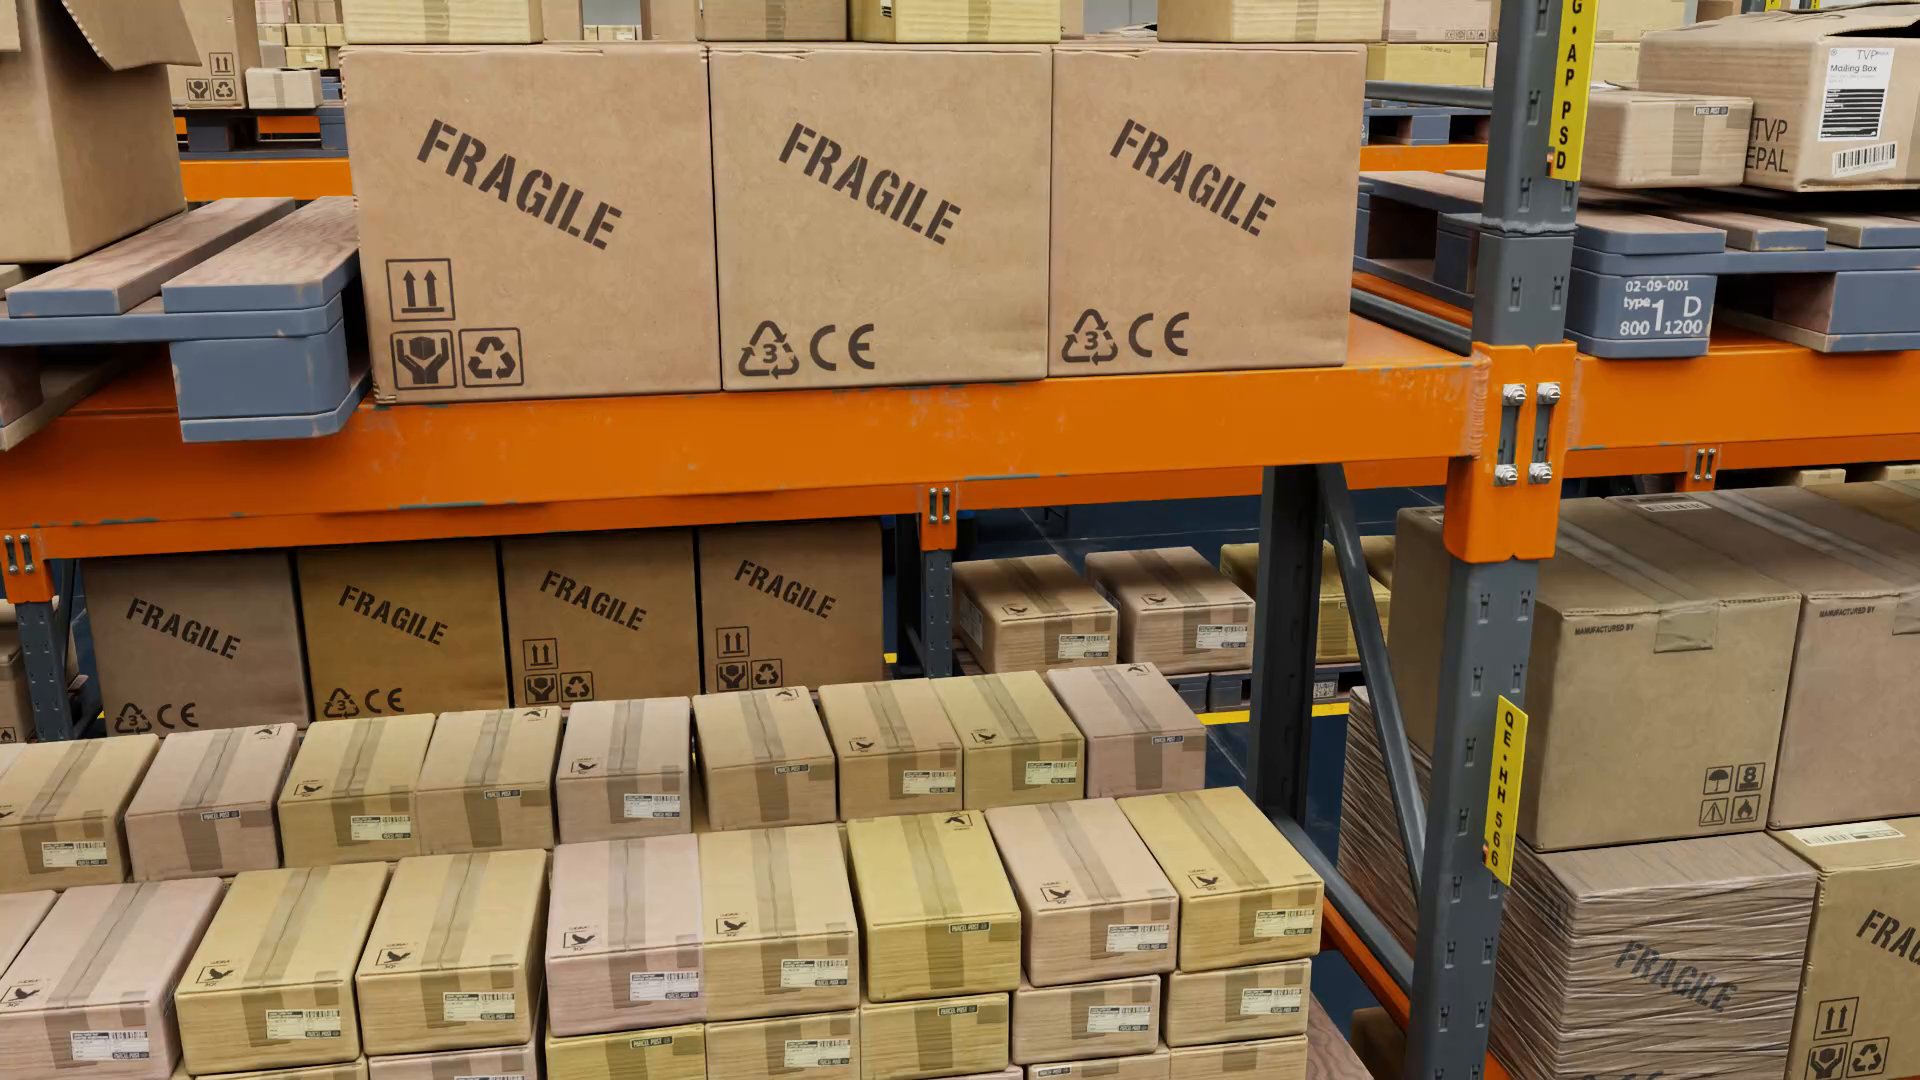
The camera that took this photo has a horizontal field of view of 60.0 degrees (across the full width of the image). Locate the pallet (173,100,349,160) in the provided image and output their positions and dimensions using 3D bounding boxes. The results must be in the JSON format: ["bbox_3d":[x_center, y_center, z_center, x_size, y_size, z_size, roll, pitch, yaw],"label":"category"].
[{"bbox_3d":[-3.230,-1.805,7.298,1.217,0.209,0.805,-4,18,-13],"label":"pallet"}]

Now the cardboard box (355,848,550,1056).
[{"bbox_3d":[-0.819,0.667,2.732,0.250,0.149,0.380,-2,17,-8],"label":"cardboard box"}]

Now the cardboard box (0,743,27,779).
[{"bbox_3d":[-1.950,0.536,3.156,0.250,0.149,0.380,-3,17,-11],"label":"cardboard box"}]

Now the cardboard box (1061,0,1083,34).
[{"bbox_3d":[0.618,-3.808,12.437,0.500,0.500,0.500,-3,17,-9],"label":"cardboard box"}]

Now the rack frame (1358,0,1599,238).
[{"bbox_3d":[0.845,-2.067,2.714,0.127,3.000,1.000,-3,17,-10],"label":"rack frame"}]

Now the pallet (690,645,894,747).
[{"bbox_3d":[-0.982,0.735,8.560,1.213,0.211,1.003,-3,17,-10],"label":"pallet"}]

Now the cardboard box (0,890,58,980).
[{"bbox_3d":[-1.587,0.711,2.588,0.250,0.149,0.380,-3,17,-11],"label":"cardboard box"}]

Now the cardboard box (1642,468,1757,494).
[{"bbox_3d":[4.264,-0.198,9.539,0.500,0.500,0.500,-3,17,-11],"label":"cardboard box"}]

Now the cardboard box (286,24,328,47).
[{"bbox_3d":[-4.441,-3.458,11.390,0.250,0.149,0.380,-3,17,-10],"label":"cardboard box"}]

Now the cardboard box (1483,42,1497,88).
[{"bbox_3d":[2.690,-2.305,8.139,0.500,0.250,0.500,-3,17,-10],"label":"cardboard box"}]

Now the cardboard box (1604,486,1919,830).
[{"bbox_3d":[1.784,0.225,3.599,0.500,0.500,0.700,-3,17,-11],"label":"cardboard box"}]

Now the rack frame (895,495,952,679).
[{"bbox_3d":[-0.193,-0.620,8.223,0.127,3.000,1.000,-3,17,-10],"label":"rack frame"}]

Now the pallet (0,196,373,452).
[{"bbox_3d":[-1.438,-0.383,2.660,1.003,0.211,1.213,-3,17,-10],"label":"pallet"}]

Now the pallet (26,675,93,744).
[{"bbox_3d":[-4.882,0.955,7.842,1.213,0.211,1.003,-3,17,-10],"label":"pallet"}]

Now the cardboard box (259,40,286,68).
[{"bbox_3d":[-3.295,-2.099,7.365,0.500,0.311,0.500,-3,17,-10],"label":"cardboard box"}]

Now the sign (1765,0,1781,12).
[{"bbox_3d":[3.843,-2.553,7.854,0.005,0.325,0.100,-3,17,-10],"label":"sign"}]

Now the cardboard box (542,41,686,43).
[{"bbox_3d":[-0.746,-0.666,3.093,0.500,0.500,0.500,-3,17,-10],"label":"cardboard box"}]

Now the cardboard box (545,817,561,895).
[{"bbox_3d":[-0.932,0.619,3.393,0.250,0.149,0.380,-3,17,-11],"label":"cardboard box"}]

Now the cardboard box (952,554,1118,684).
[{"bbox_3d":[0.363,0.406,8.640,0.625,0.372,0.950,-4,18,-14],"label":"cardboard box"}]

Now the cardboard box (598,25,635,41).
[{"bbox_3d":[-2.447,-3.584,11.833,0.250,0.149,0.380,-4,17,-12],"label":"cardboard box"}]

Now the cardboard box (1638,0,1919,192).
[{"bbox_3d":[1.597,-0.816,3.016,0.500,0.311,0.500,-3,17,-10],"label":"cardboard box"}]

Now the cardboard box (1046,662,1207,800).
[{"bbox_3d":[0.350,0.406,3.580,0.250,0.149,0.380,-3,17,-10],"label":"cardboard box"}]

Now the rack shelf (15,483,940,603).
[{"bbox_3d":[-2.157,-0.165,7.966,4.000,0.370,1.077,-3,17,-10],"label":"rack shelf"}]

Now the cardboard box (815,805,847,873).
[{"bbox_3d":[-0.195,0.579,3.525,0.250,0.149,0.380,-4,17,-12],"label":"cardboard box"}]

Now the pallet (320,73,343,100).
[{"bbox_3d":[-4.412,-3.188,11.795,1.003,0.211,1.213,-3,17,-10],"label":"pallet"}]

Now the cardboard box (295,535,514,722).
[{"bbox_3d":[-2.642,0.307,8.106,0.875,0.875,0.875,-3,17,-9],"label":"cardboard box"}]

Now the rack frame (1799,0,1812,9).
[{"bbox_3d":[6.716,-5.364,13.451,0.127,3.000,1.000,-3,17,-10],"label":"rack frame"}]

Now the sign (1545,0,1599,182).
[{"bbox_3d":[0.946,-0.724,2.569,0.005,0.325,0.100,-3,17,-10],"label":"sign"}]

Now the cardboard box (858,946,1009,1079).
[{"bbox_3d":[-0.073,0.768,2.910,0.250,0.149,0.380,-3,17,-9],"label":"cardboard box"}]

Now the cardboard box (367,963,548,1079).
[{"bbox_3d":[-0.820,0.809,2.774,0.250,0.149,0.380,-3,17,-9],"label":"cardboard box"}]

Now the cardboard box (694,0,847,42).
[{"bbox_3d":[-0.354,-1.049,3.036,0.258,0.266,0.396,-3,17,-10],"label":"cardboard box"}]

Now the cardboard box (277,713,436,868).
[{"bbox_3d":[-1.181,0.492,3.300,0.250,0.149,0.380,-3,17,-11],"label":"cardboard box"}]

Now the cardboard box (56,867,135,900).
[{"bbox_3d":[-1.703,0.663,3.250,0.250,0.149,0.380,-4,18,-13],"label":"cardboard box"}]

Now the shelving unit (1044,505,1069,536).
[{"bbox_3d":[0.326,-0.767,11.255,0.755,1.500,0.431,-6,18,-18],"label":"shelving unit"}]

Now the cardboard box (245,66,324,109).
[{"bbox_3d":[-2.812,-1.890,6.931,0.250,0.166,0.380,-4,18,-14],"label":"cardboard box"}]

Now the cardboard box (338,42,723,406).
[{"bbox_3d":[-0.648,-0.517,2.608,0.500,0.500,0.500,-3,17,-10],"label":"cardboard box"}]

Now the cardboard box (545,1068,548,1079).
[{"bbox_3d":[-0.813,0.950,2.822,0.250,0.149,0.380,-3,17,-9],"label":"cardboard box"}]

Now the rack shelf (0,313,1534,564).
[{"bbox_3d":[-1.119,-0.178,2.898,4.000,0.370,1.077,-3,17,-10],"label":"rack shelf"}]

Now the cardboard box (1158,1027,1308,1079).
[{"bbox_3d":[0.448,0.880,3.050,0.250,0.149,0.380,-3,17,-10],"label":"cardboard box"}]

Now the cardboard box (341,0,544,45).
[{"bbox_3d":[-0.762,-0.872,2.458,0.258,0.266,0.396,-3,17,-10],"label":"cardboard box"}]

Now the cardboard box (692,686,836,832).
[{"bbox_3d":[-0.411,0.449,3.442,0.250,0.149,0.380,-4,18,-13],"label":"cardboard box"}]

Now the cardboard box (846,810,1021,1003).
[{"bbox_3d":[-0.054,0.623,2.873,0.250,0.149,0.380,-3,17,-9],"label":"cardboard box"}]

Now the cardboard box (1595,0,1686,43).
[{"bbox_3d":[3.189,-2.576,8.170,0.500,0.250,0.500,-3,17,-9],"label":"cardboard box"}]

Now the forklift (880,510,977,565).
[{"bbox_3d":[-1.460,-1.250,10.391,3.031,2.935,1.130,-6,18,-18],"label":"forklift"}]

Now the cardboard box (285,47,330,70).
[{"bbox_3d":[-4.437,-3.297,11.371,0.250,0.149,0.380,-3,17,-10],"label":"cardboard box"}]

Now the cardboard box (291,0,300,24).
[{"bbox_3d":[-4.779,-3.768,11.691,0.258,0.266,0.396,-3,17,-11],"label":"cardboard box"}]

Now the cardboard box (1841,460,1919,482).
[{"bbox_3d":[5.003,-0.372,9.000,0.250,0.149,0.380,-3,17,-8],"label":"cardboard box"}]

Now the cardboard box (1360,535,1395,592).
[{"bbox_3d":[2.514,0.283,9.041,0.625,0.372,0.950,-2,17,-7],"label":"cardboard box"}]

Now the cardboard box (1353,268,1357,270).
[{"bbox_3d":[1.737,-1.207,8.741,0.500,0.500,0.500,-4,18,-13],"label":"cardboard box"}]

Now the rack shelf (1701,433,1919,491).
[{"bbox_3d":[5.698,-0.611,9.416,4.000,0.370,1.077,-3,17,-10],"label":"rack shelf"}]

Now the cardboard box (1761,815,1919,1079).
[{"bbox_3d":[1.836,0.777,3.503,0.500,0.500,0.500,-3,17,-11],"label":"cardboard box"}]
